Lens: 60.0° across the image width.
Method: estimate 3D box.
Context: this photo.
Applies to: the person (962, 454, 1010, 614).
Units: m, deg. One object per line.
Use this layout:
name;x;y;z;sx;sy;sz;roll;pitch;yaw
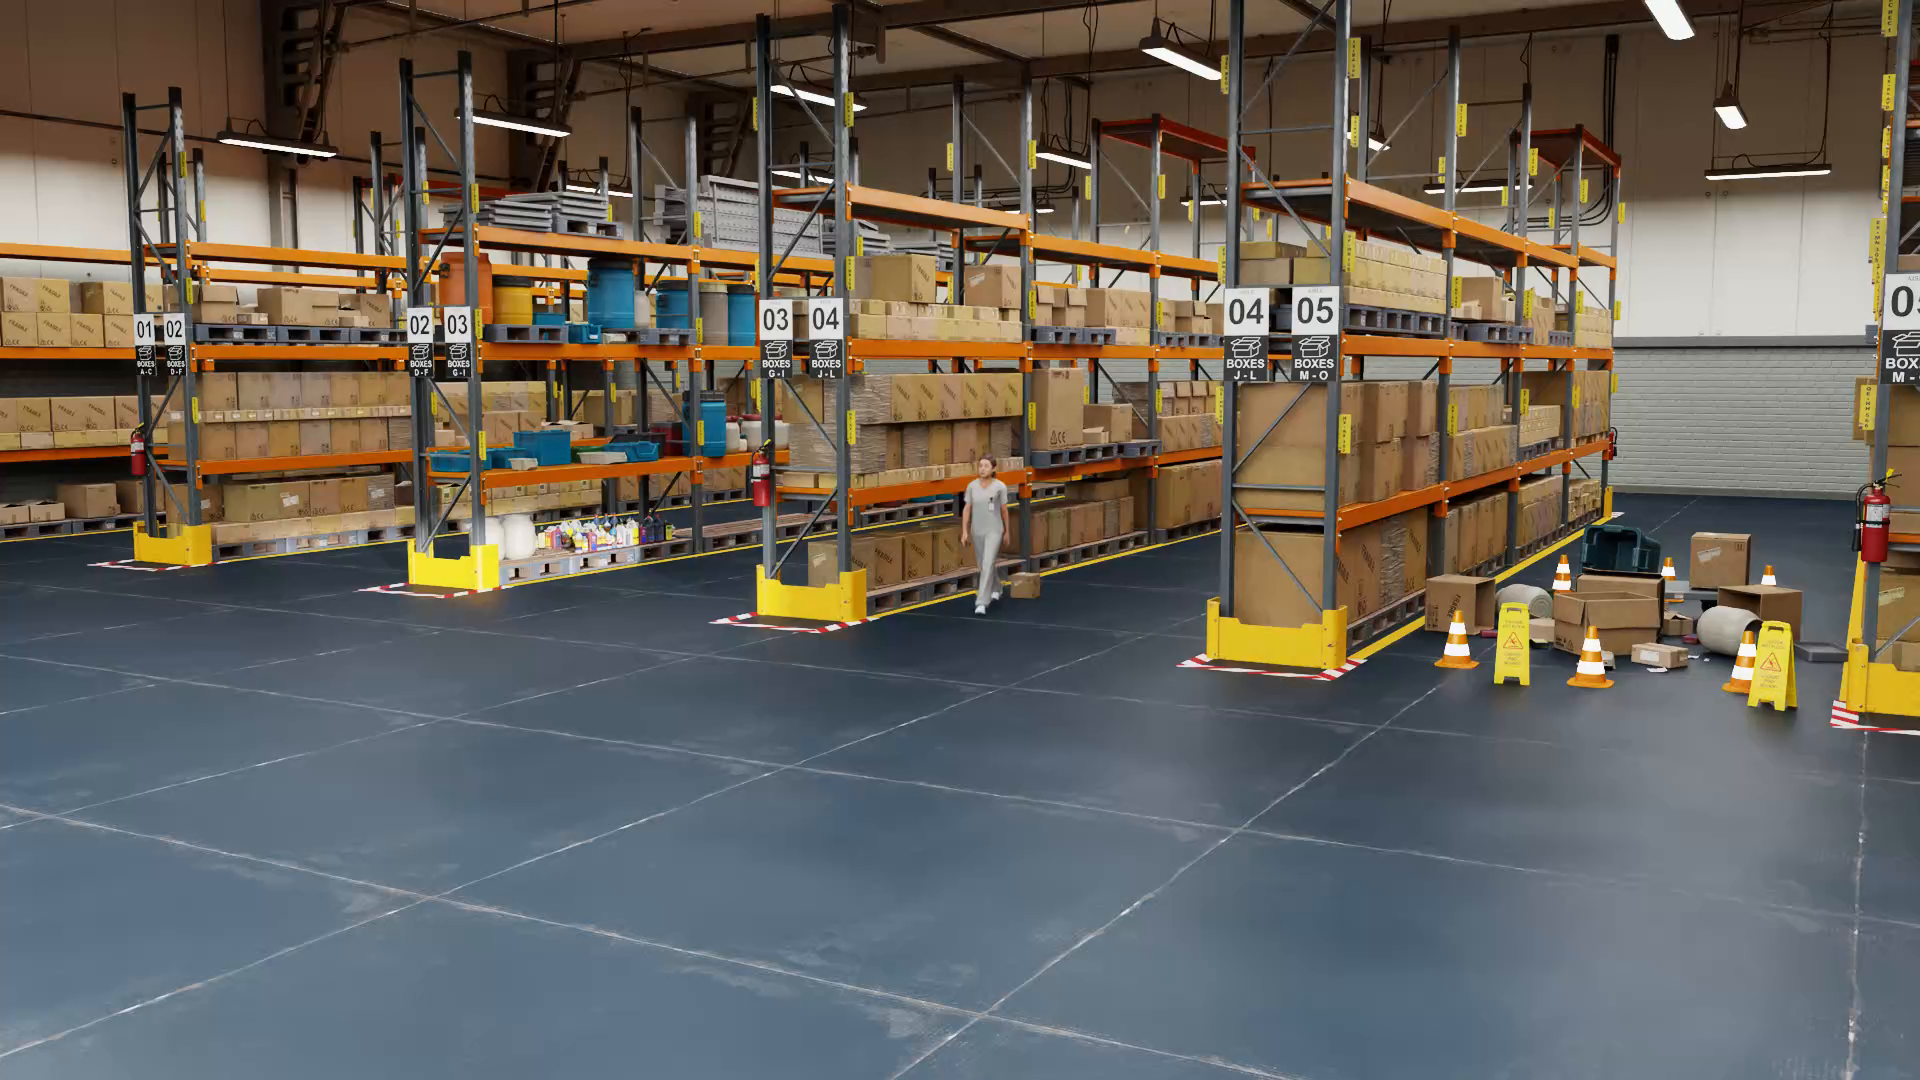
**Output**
person;0.273;-0.079;17.167;0.458;1.624;1.032;2;6;19
